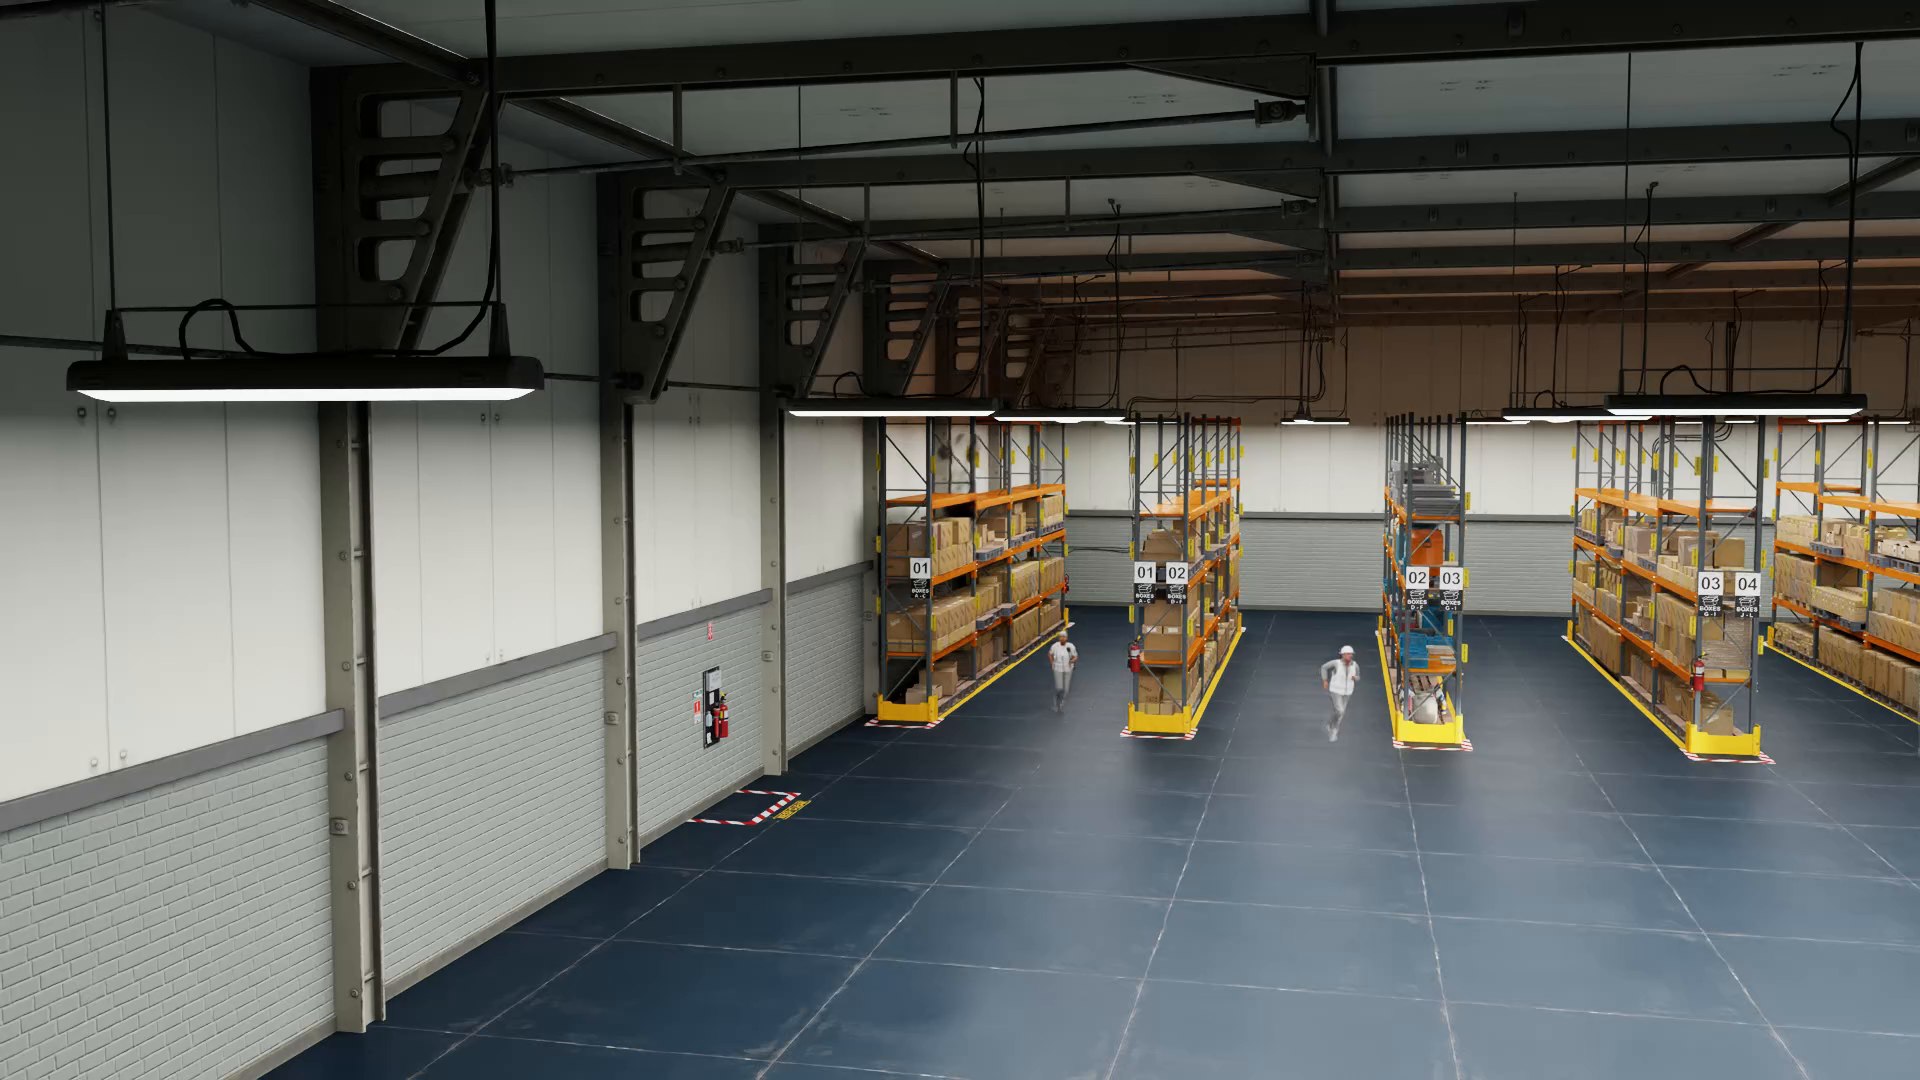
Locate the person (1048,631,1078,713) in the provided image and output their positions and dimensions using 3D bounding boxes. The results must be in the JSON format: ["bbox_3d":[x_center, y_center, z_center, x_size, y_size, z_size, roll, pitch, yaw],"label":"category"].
[{"bbox_3d":[2.075,2.650,33.348,0.580,1.658,0.638,0,4,-2],"label":"person"}]

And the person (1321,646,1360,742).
[{"bbox_3d":[6.970,2.818,30.439,0.636,1.811,0.810,-1,4,-16],"label":"person"}]
